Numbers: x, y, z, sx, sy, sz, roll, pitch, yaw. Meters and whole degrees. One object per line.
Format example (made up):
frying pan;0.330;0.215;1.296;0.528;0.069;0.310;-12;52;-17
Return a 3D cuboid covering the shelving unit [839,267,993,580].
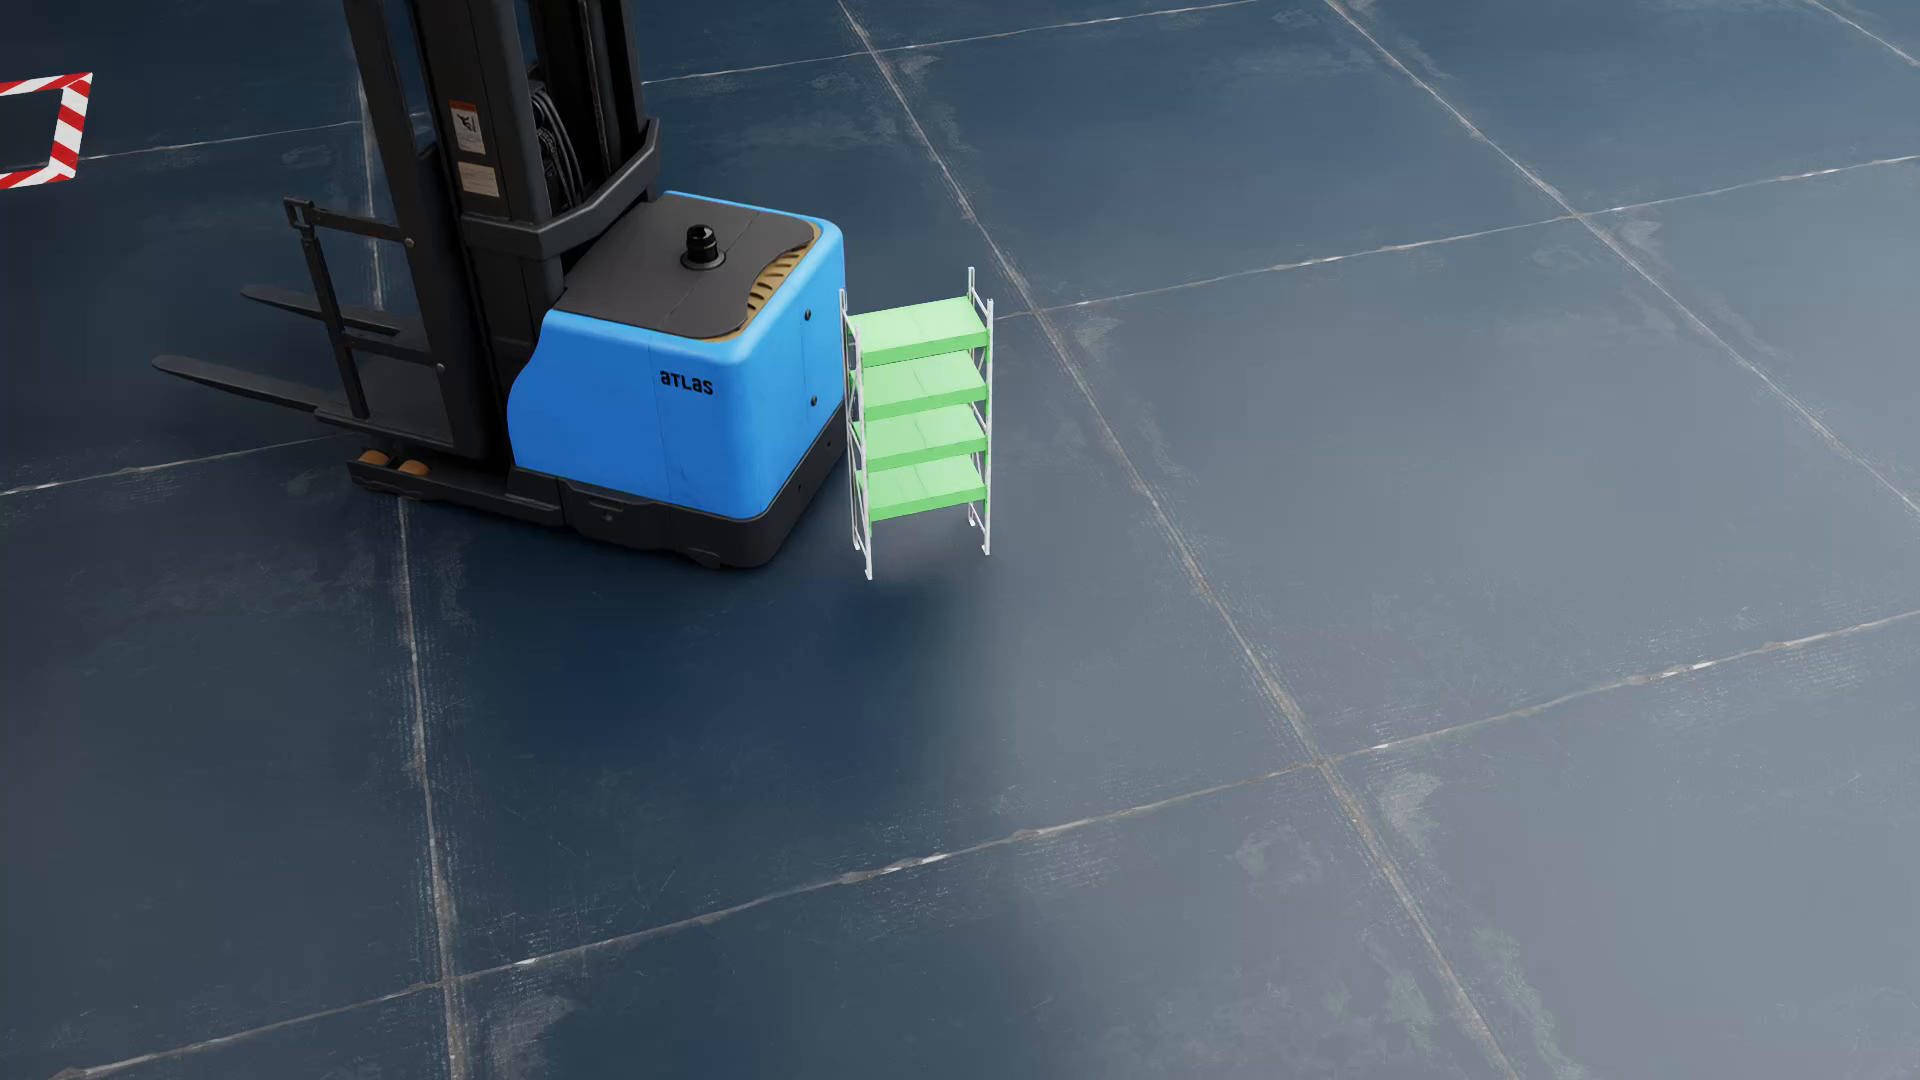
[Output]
shelving unit;-0.158;-0.419;6.318;0.503;1.200;0.258;-12;42;-13

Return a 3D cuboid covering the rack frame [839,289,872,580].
rack frame;-0.391;-0.371;6.263;0.015;1.200;0.240;-12;42;-13

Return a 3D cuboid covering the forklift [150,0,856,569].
forklift;-2.021;-1.582;6.333;3.031;2.935;1.130;13;43;15

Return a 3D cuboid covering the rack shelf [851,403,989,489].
rack shelf;-0.158;-0.371;6.360;0.480;0.148;0.258;-12;42;-13

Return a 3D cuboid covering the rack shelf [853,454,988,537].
rack shelf;-0.158;-0.190;6.518;0.480;0.148;0.258;-12;42;-13

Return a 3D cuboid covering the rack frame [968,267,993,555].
rack frame;0.075;-0.467;6.373;0.015;1.200;0.240;-12;42;-13

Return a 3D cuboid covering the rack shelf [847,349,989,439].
rack shelf;-0.158;-0.552;6.202;0.480;0.148;0.258;-12;42;-13

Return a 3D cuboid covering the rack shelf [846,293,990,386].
rack shelf;-0.158;-0.732;6.044;0.480;0.148;0.258;-12;42;-13
